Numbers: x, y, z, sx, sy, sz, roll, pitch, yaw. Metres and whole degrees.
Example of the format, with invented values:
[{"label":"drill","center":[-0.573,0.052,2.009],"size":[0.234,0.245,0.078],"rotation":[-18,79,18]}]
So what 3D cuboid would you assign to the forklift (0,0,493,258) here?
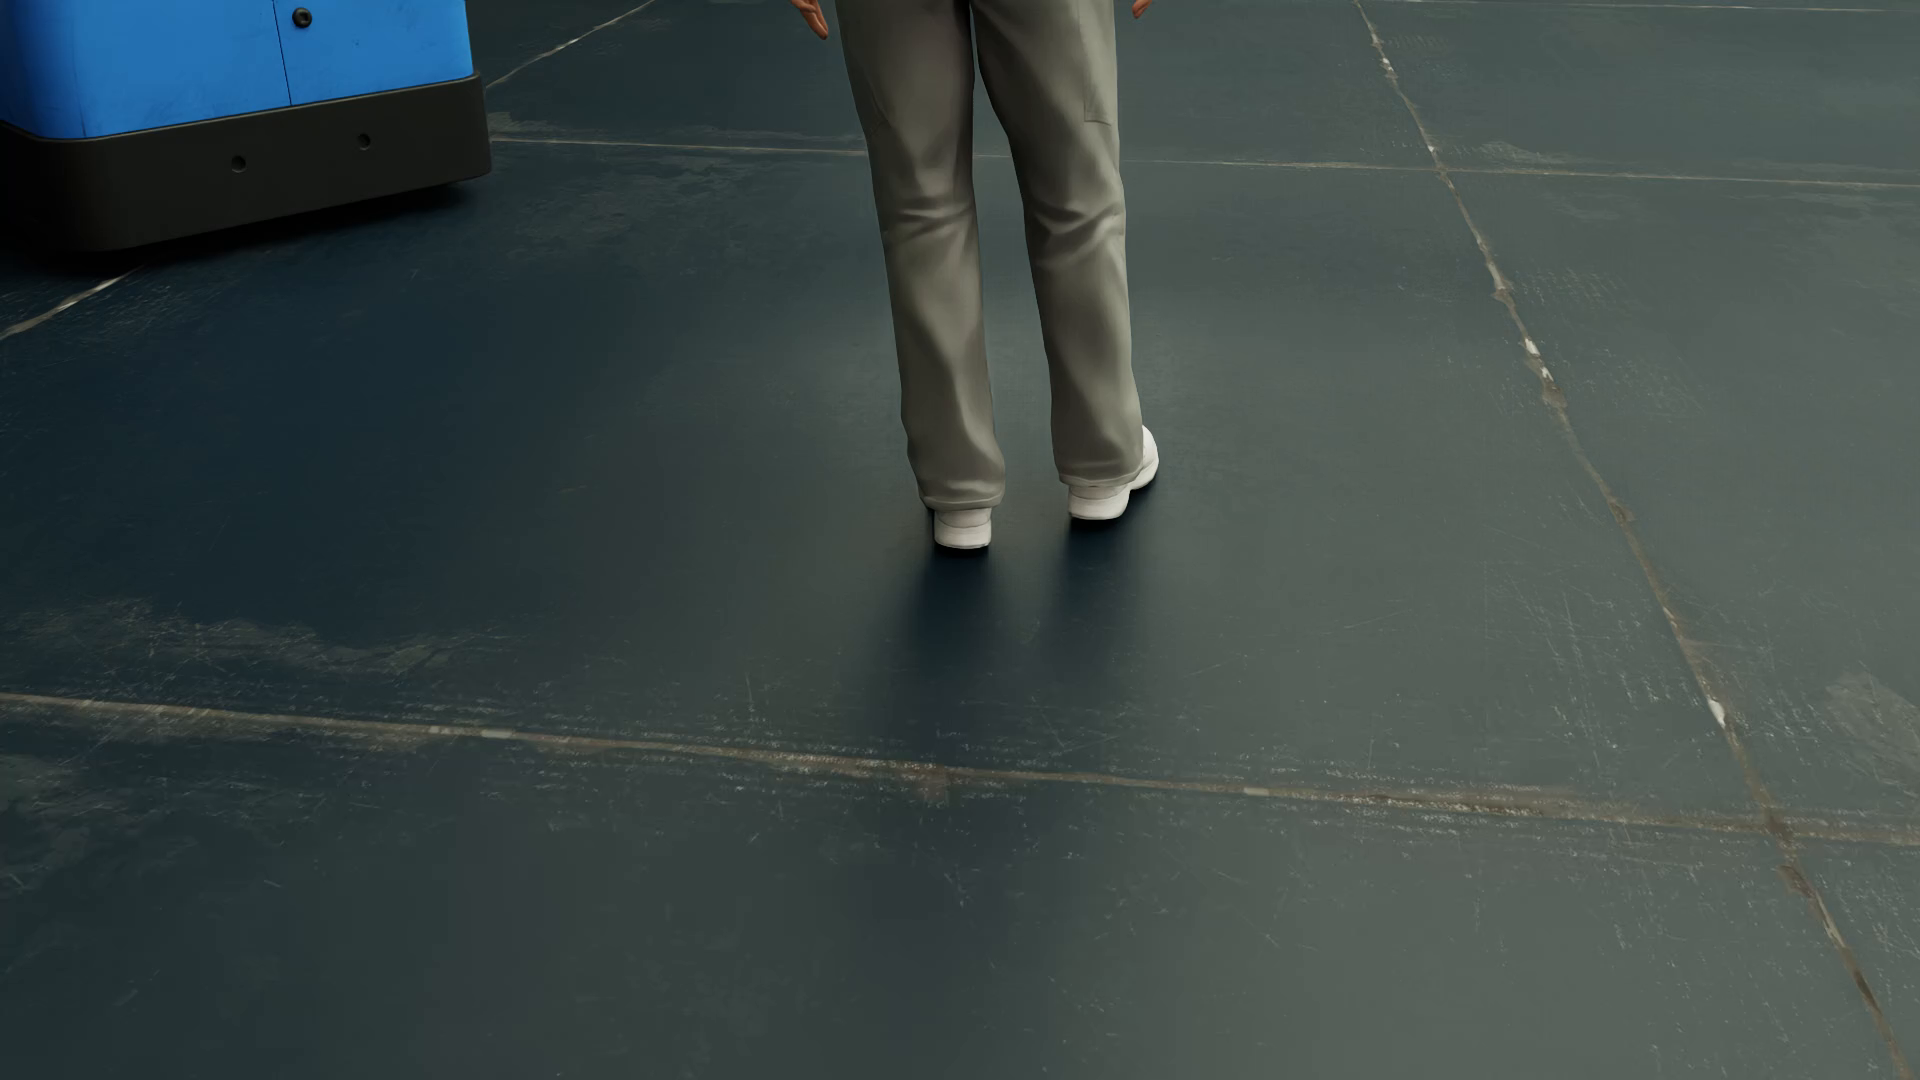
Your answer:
[{"label":"forklift","center":[-2.592,-2.485,4.197],"size":[3.031,2.935,1.130],"rotation":[24,35,39]}]

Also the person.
[{"label":"person","center":[0.023,-0.788,2.186],"size":[0.549,1.675,0.549],"rotation":[3,27,7]}]
